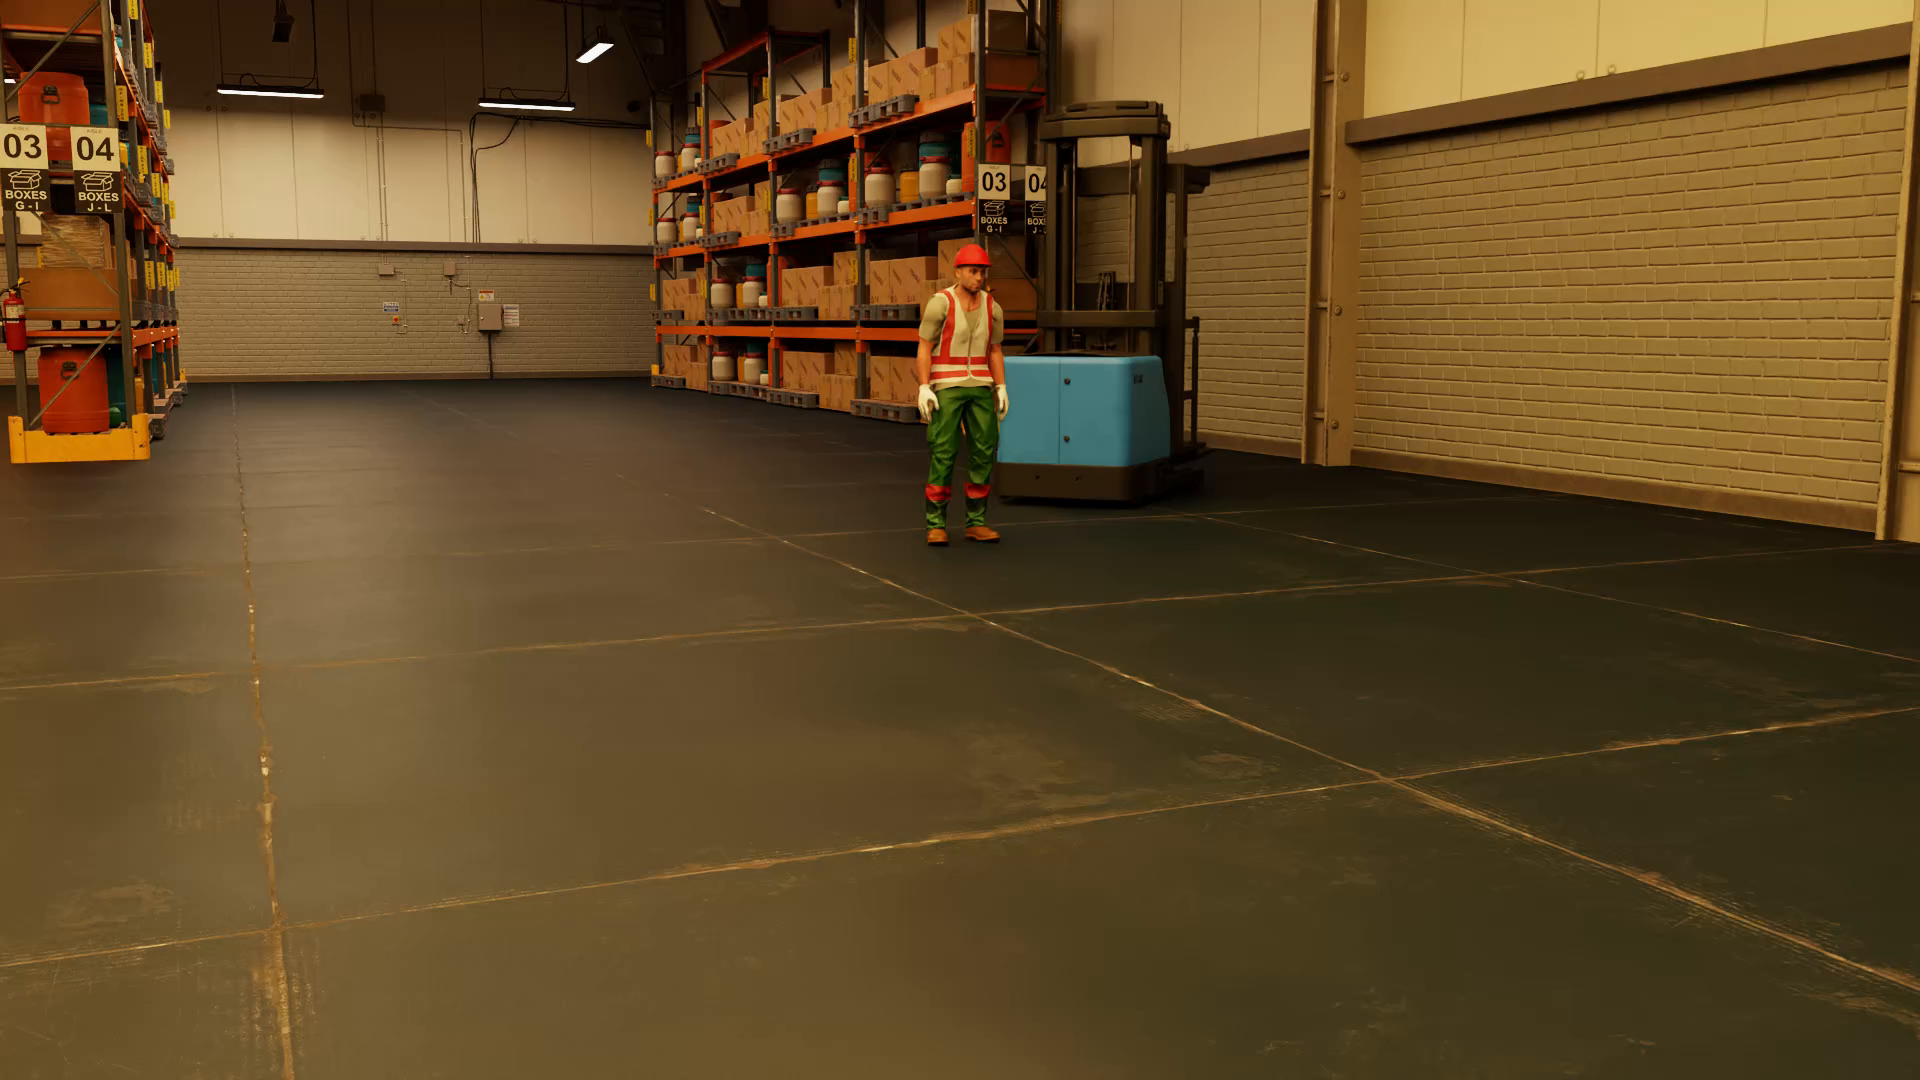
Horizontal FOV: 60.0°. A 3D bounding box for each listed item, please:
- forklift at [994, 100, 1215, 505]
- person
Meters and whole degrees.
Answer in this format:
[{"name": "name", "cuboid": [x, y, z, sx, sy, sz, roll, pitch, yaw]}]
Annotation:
[{"name": "forklift", "cuboid": [1.304, -1.861, 13.054, 1.130, 2.935, 3.031, 3, 8, 23]}, {"name": "person", "cuboid": [0.025, -0.875, 10.000, 0.608, 1.778, 0.450, -4, 8, -25]}]
